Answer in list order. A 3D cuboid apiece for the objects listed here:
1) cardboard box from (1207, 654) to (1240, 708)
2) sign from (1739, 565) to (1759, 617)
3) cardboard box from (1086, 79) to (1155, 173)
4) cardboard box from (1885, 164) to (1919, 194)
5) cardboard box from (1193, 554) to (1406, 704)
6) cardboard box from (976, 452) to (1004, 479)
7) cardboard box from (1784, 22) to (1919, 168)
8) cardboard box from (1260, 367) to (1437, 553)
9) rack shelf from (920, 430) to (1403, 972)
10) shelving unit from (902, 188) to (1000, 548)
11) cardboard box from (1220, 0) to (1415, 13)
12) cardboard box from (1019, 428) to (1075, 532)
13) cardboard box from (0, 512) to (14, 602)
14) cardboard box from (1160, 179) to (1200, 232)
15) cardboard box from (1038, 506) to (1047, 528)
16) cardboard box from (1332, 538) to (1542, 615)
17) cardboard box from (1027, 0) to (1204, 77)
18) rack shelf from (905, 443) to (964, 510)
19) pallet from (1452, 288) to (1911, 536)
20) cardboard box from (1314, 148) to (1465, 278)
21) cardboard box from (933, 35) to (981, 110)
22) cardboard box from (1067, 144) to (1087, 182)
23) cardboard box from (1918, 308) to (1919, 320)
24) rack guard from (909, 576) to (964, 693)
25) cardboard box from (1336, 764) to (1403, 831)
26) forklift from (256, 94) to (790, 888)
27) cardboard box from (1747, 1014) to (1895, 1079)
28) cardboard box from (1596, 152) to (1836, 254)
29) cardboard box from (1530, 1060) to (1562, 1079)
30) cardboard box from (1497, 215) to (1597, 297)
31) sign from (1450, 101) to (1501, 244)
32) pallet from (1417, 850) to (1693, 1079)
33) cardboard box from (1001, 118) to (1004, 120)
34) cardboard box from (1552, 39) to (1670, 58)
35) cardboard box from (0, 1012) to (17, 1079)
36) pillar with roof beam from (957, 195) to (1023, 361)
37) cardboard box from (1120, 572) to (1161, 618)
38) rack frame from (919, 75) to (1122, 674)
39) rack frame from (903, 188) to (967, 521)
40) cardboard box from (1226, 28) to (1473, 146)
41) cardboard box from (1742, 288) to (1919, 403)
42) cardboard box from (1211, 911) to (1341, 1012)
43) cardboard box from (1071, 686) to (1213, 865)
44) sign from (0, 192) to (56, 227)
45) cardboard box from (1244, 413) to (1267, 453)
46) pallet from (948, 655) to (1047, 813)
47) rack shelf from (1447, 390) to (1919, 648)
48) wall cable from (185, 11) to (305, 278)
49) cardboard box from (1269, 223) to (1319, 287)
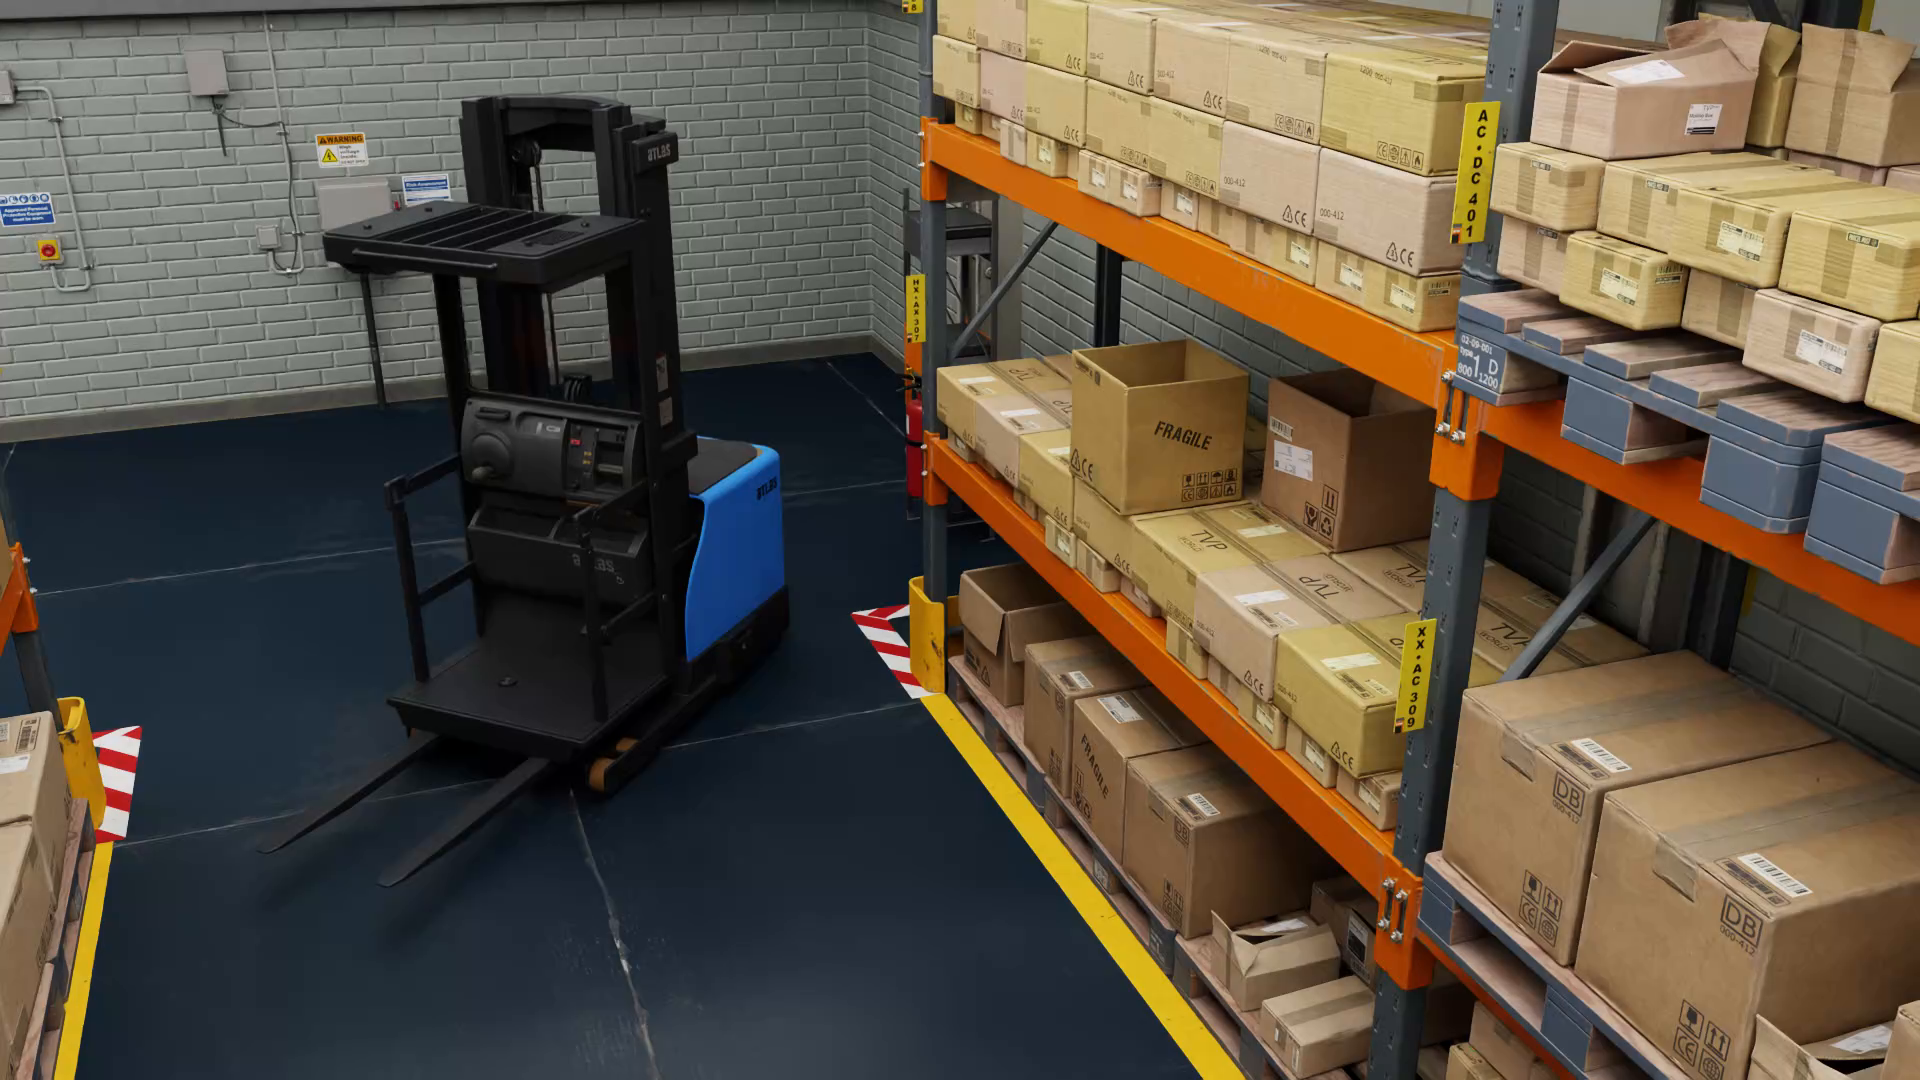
[{"bbox_3d":[1.072,0.437,5.675,0.380,0.149,0.250,-8,24,-18],"label":"cardboard box"},{"bbox_3d":[2.233,0.073,4.724,0.100,0.325,0.005,-8,24,-19],"label":"sign"},{"bbox_3d":[0.776,-1.466,5.815,0.500,0.250,0.500,-9,24,-20],"label":"cardboard box"},{"bbox_3d":[2.139,-0.686,3.425,0.380,0.149,0.250,-9,24,-20],"label":"cardboard box"},{"bbox_3d":[1.116,0.285,5.523,0.500,0.250,0.500,-8,24,-19],"label":"cardboard box"},{"bbox_3d":[0.295,-0.410,7.685,0.380,0.149,0.250,-8,24,-18],"label":"cardboard box"},{"bbox_3d":[2.012,-0.957,3.533,0.396,0.266,0.258,-8,24,-19],"label":"cardboard box"},{"bbox_3d":[1.438,-0.307,5.961,0.500,0.500,0.500,-9,24,-20],"label":"cardboard box"},{"bbox_3d":[1.009,0.289,6.629,1.077,0.370,4.000,-8,24,-19],"label":"rack shelf"},{"bbox_3d":[-0.059,-1.028,9.985,0.431,2.100,0.503,-8,24,-19],"label":"shelving unit"},{"bbox_3d":[1.247,-1.766,5.883,0.500,0.250,0.500,-8,24,-19],"label":"cardboard box"},{"bbox_3d":[0.571,-0.269,6.835,0.500,0.250,0.500,-9,24,-20],"label":"cardboard box"},{"bbox_3d":[-3.922,0.006,6.245,0.500,0.500,0.500,-8,24,-19],"label":"cardboard box"},{"bbox_3d":[0.897,-1.142,5.560,0.380,0.149,0.250,-8,24,-18],"label":"cardboard box"},{"bbox_3d":[0.551,-0.124,7.005,0.380,0.149,0.250,-8,24,-18],"label":"cardboard box"},{"bbox_3d":[1.609,0.218,5.681,0.500,0.250,0.500,-9,24,-19],"label":"cardboard box"},{"bbox_3d":[0.576,-1.886,6.167,0.500,0.250,0.500,-9,24,-20],"label":"cardboard box"},{"bbox_3d":[-0.058,-0.370,10.262,0.431,0.518,0.480,-8,24,-19],"label":"rack shelf"},{"bbox_3d":[1.880,-0.365,3.634,1.213,0.211,1.003,-8,24,-19],"label":"pallet"},{"bbox_3d":[1.310,-0.907,4.488,0.500,0.250,0.500,-8,24,-19],"label":"cardboard box"},{"bbox_3d":[0.203,-2.021,7.130,0.500,0.250,0.500,-9,24,-20],"label":"cardboard box"},{"bbox_3d":[0.625,-1.421,6.220,0.380,0.149,0.250,-9,24,-20],"label":"cardboard box"},{"bbox_3d":[1.882,-0.430,2.818,0.380,0.149,0.250,-8,24,-18],"label":"cardboard box"},{"bbox_3d":[0.329,0.410,8.633,1.175,0.500,0.348,-8,24,-19],"label":"rack guard"},{"bbox_3d":[1.366,0.719,5.006,0.380,0.149,0.250,-8,24,-18],"label":"cardboard box"},{"bbox_3d":[-1.953,-0.387,7.394,1.130,2.935,3.031,9,25,21],"label":"forklift"},{"bbox_3d":[1.847,1.110,3.387,0.396,0.266,0.258,-7,24,-16],"label":"cardboard box"},{"bbox_3d":[1.571,-0.703,3.465,0.380,0.149,0.250,-8,24,-18],"label":"cardboard box"},{"bbox_3d":[1.730,1.461,4.381,0.380,0.149,0.250,-10,25,-22],"label":"cardboard box"},{"bbox_3d":[1.449,-0.659,3.743,0.380,0.149,0.250,-8,24,-18],"label":"cardboard box"},{"bbox_3d":[1.210,-0.859,3.899,0.100,0.325,0.005,-8,24,-19],"label":"sign"},{"bbox_3d":[1.895,1.078,4.078,1.003,0.211,1.213,-8,24,-19],"label":"pallet"},{"bbox_3d":[0.389,-1.701,6.885,0.380,0.149,0.250,-8,24,-19],"label":"cardboard box"},{"bbox_3d":[1.806,-1.215,4.576,0.500,0.250,0.500,-9,24,-20],"label":"cardboard box"},{"bbox_3d":[-3.365,1.786,4.910,0.875,0.438,0.875,-9,25,-21],"label":"cardboard box"},{"bbox_3d":[-3.835,-4.046,8.264,9.100,9.000,0.400,-8,24,-19],"label":"pillar with roof beam"},{"bbox_3d":[0.838,0.156,6.342,0.380,0.149,0.250,-8,24,-19],"label":"cardboard box"},{"bbox_3d":[0.302,-0.769,8.213,1.000,3.000,0.127,-8,24,-19],"label":"rack frame"},{"bbox_3d":[-0.145,-1.116,10.195,0.400,2.100,0.015,-8,24,-19],"label":"rack frame"},{"bbox_3d":[1.124,-1.330,4.848,0.500,0.250,0.500,-9,24,-20],"label":"cardboard box"},{"bbox_3d":[1.698,-0.378,3.076,0.380,0.149,0.250,-8,24,-18],"label":"cardboard box"},{"bbox_3d":[1.118,1.459,5.907,0.396,0.266,0.258,-7,24,-17],"label":"cardboard box"},{"bbox_3d":[0.788,0.946,6.821,0.500,0.500,0.500,-8,24,-18],"label":"cardboard box"},{"bbox_3d":[-6.421,-2.273,11.432,0.327,0.218,0.001,-8,24,-19],"label":"sign"},{"bbox_3d":[1.065,-0.338,7.001,0.500,0.250,0.500,-8,24,-17],"label":"cardboard box"},{"bbox_3d":[0.612,0.833,8.002,1.003,0.211,1.213,-8,24,-19],"label":"pallet"},{"bbox_3d":[2.422,0.360,2.598,1.077,0.370,4.000,-8,24,-19],"label":"rack shelf"},{"bbox_3d":[-5.031,-2.799,11.722,0.588,1.984,0.122,-8,24,-19],"label":"wall cable"},{"bbox_3d":[1.142,-0.861,4.891,0.380,0.149,0.250,-8,24,-17],"label":"cardboard box"}]
